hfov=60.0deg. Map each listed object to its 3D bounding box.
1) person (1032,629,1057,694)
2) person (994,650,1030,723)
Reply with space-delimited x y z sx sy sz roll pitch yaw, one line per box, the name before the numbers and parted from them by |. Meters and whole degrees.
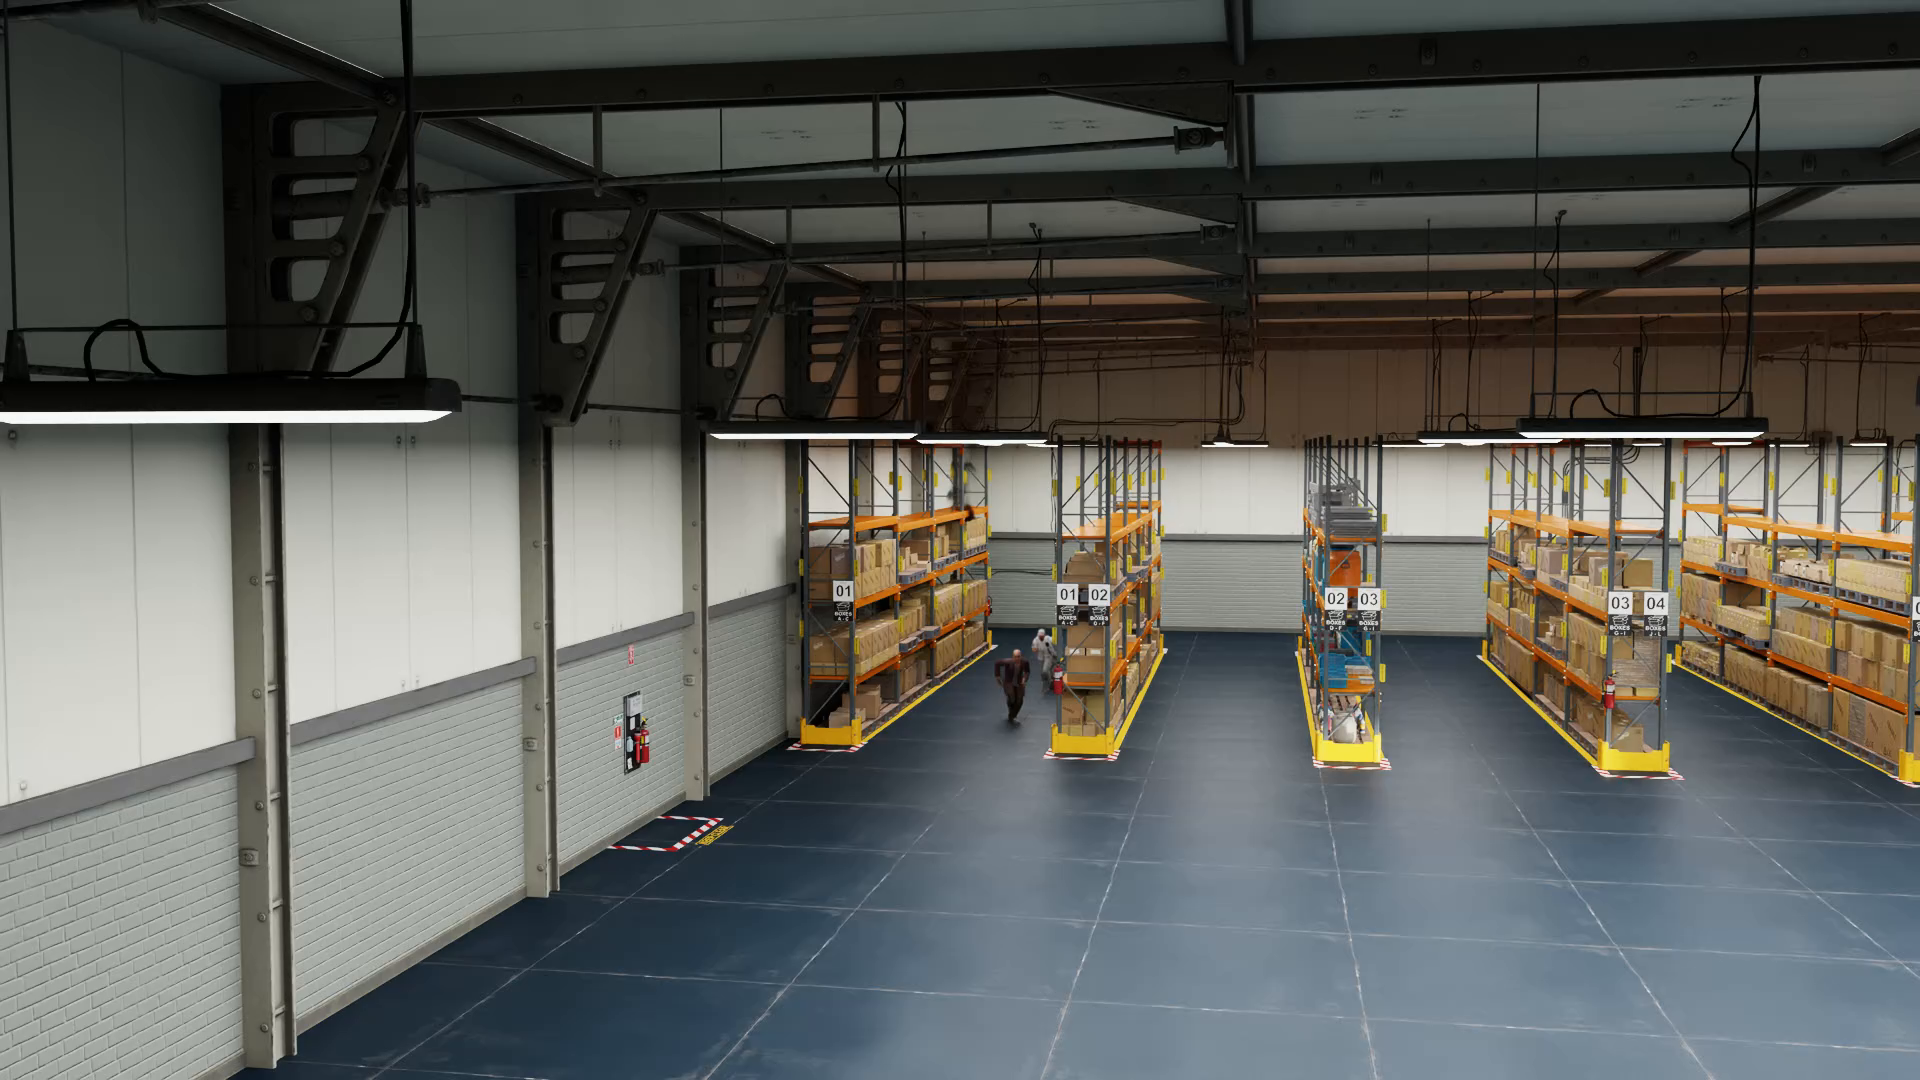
person | 2.042 2.852 39.241 0.642 1.579 0.961 1 3 21
person | 1.095 3.055 34.686 0.736 1.595 0.871 -1 3 -10
